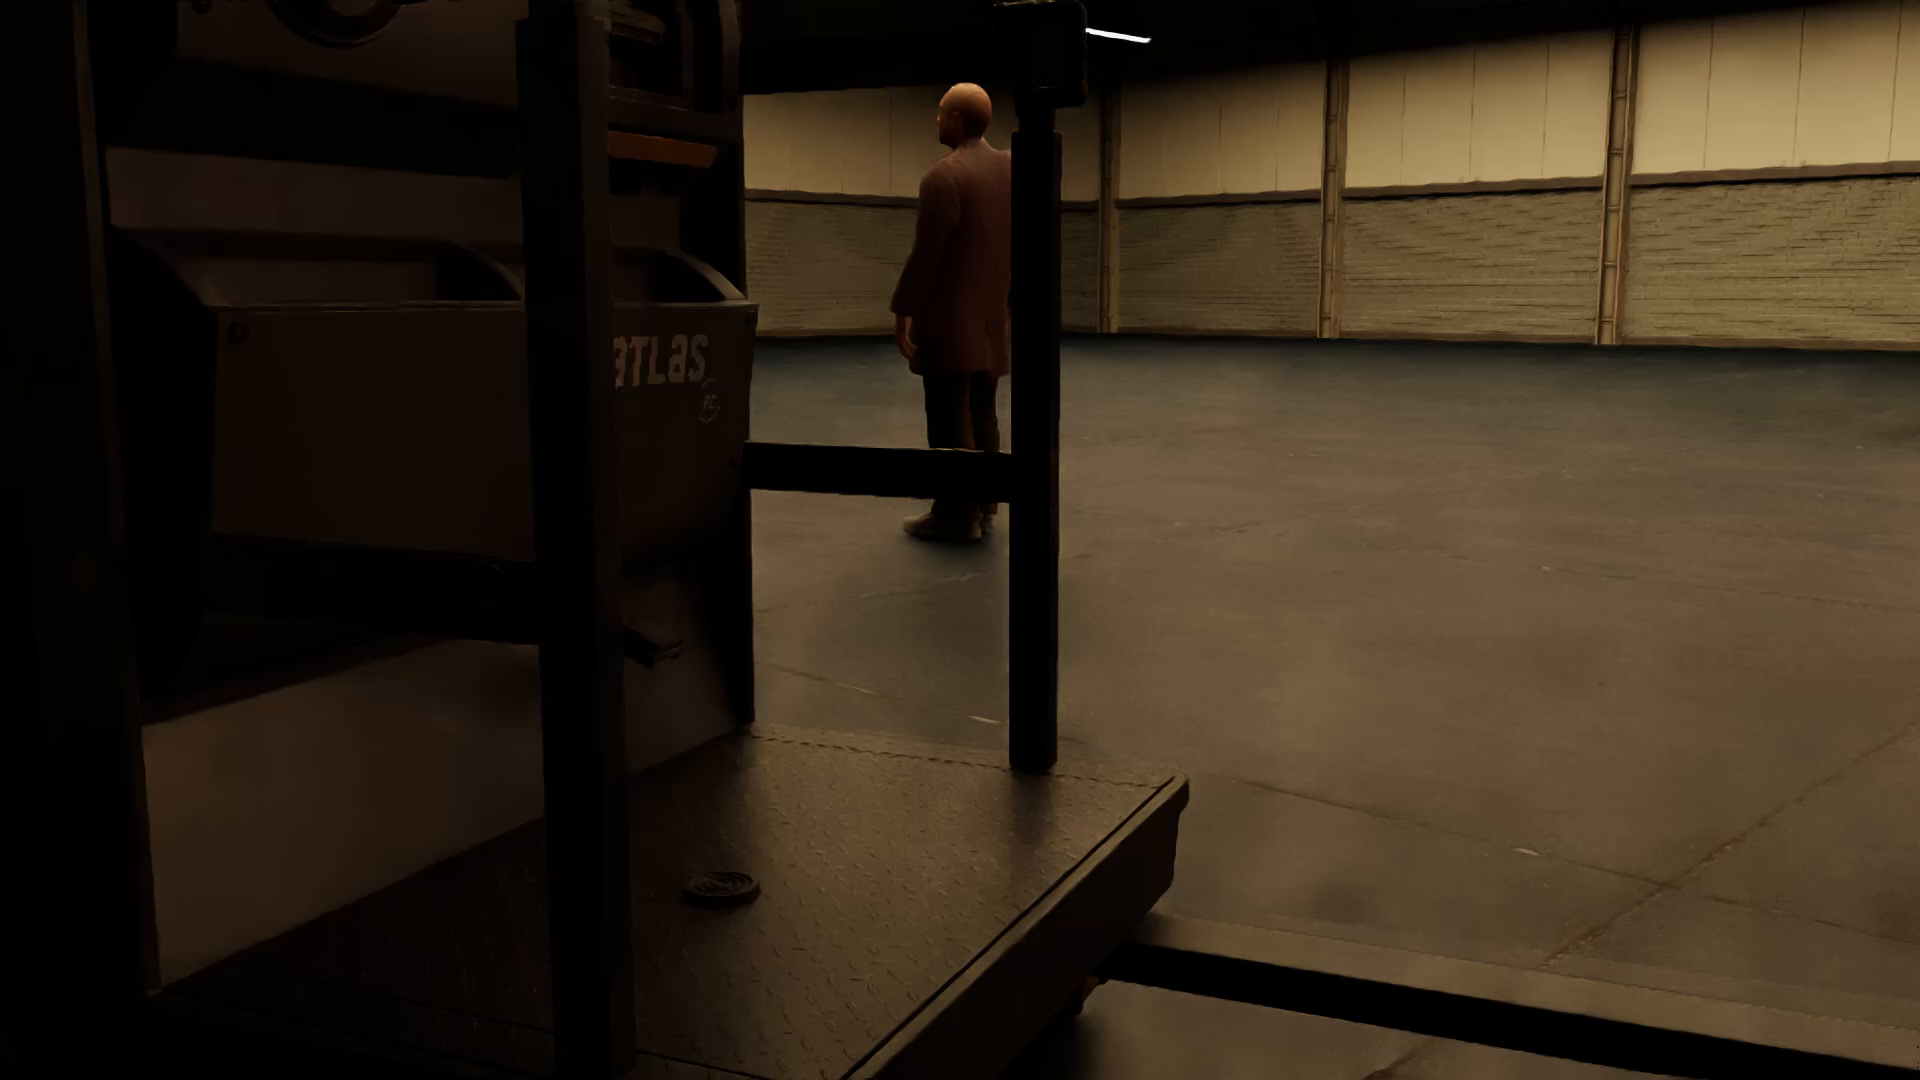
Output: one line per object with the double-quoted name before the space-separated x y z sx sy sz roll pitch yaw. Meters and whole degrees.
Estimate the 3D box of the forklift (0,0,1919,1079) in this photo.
"forklift" -0.343 -0.737 1.765 3.031 2.935 1.130 4 9 24

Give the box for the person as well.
"person" -0.062 -0.896 6.650 0.580 1.776 0.694 8 12 43
